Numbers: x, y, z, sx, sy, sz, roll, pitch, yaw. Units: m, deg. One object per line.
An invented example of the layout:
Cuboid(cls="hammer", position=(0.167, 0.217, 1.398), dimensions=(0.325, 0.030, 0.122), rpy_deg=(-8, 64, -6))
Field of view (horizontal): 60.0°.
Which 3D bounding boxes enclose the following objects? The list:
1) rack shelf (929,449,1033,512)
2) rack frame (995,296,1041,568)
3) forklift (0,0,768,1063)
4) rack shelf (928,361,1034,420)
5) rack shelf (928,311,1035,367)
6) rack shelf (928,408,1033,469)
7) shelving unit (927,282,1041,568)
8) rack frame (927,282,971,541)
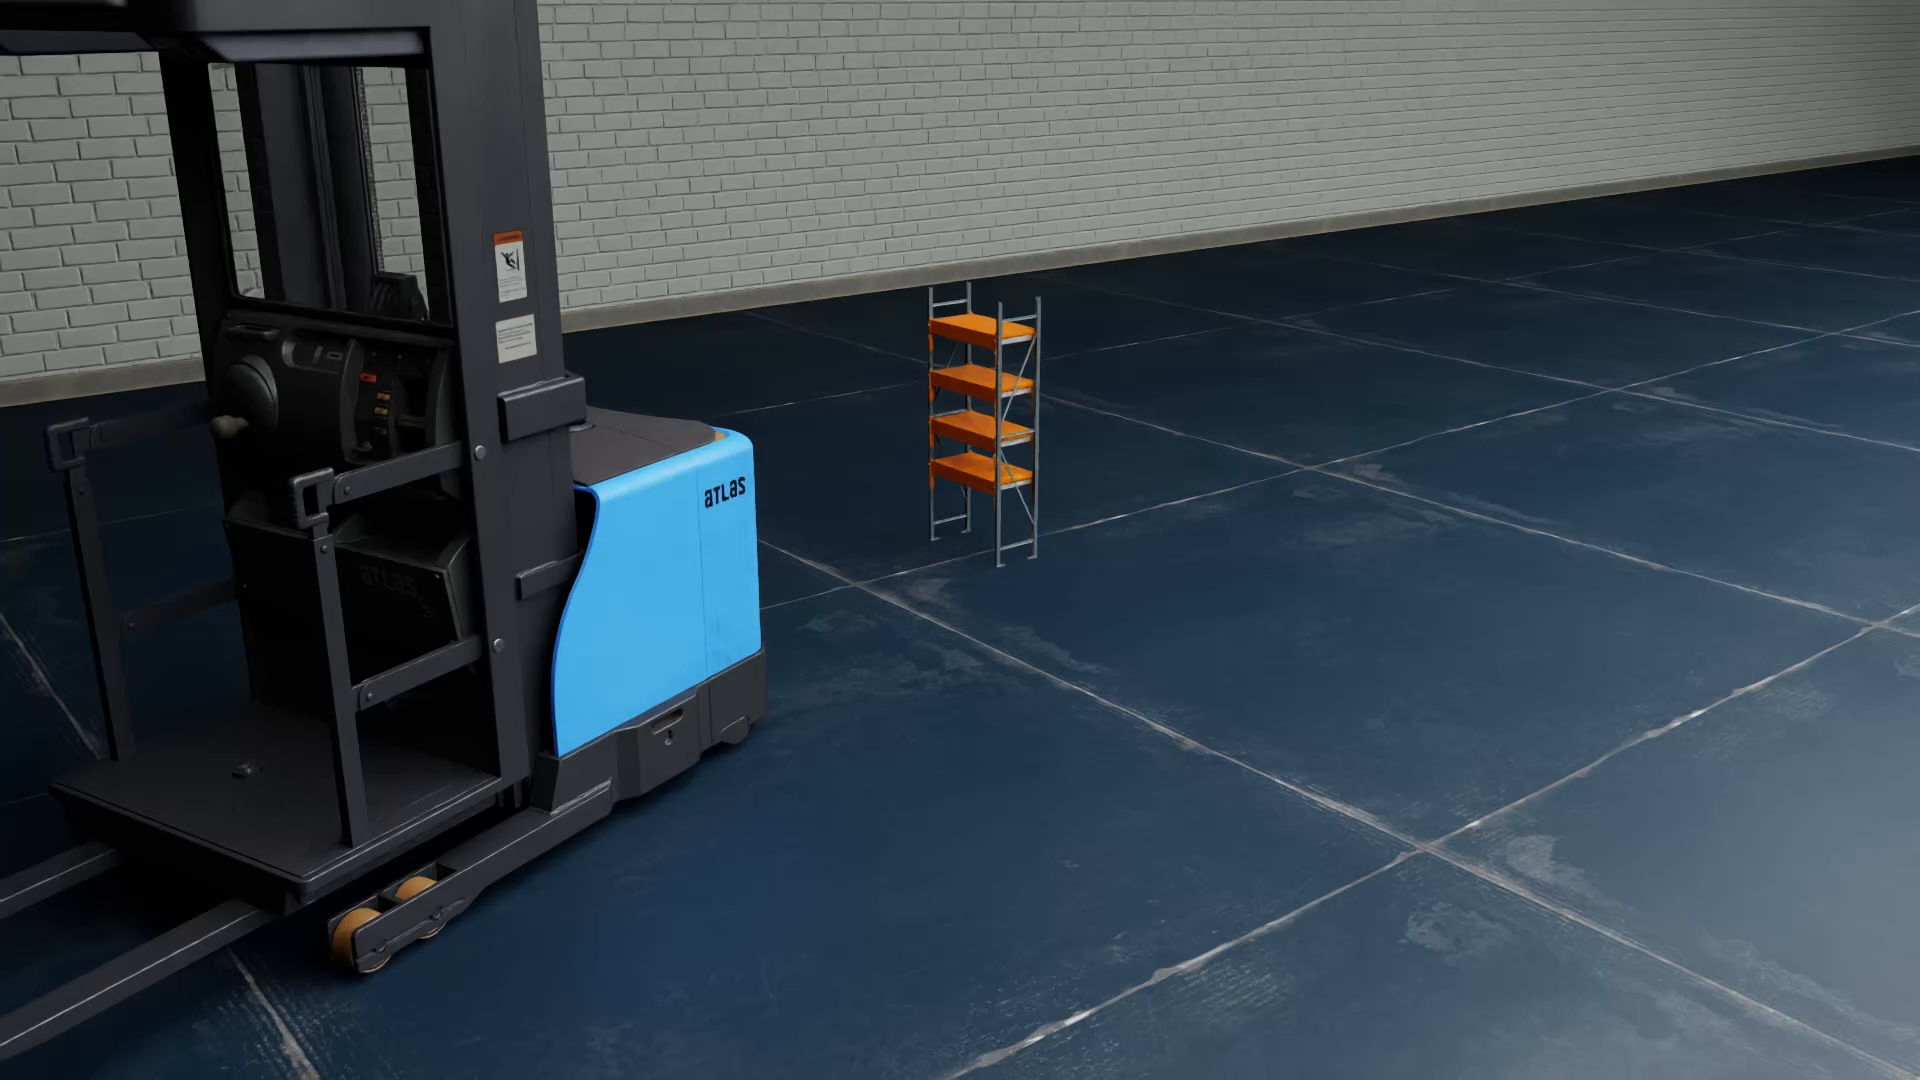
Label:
Cuboid(cls="rack shelf", position=(0.103, -0.276, 7.634), dimensions=(0.258, 0.148, 0.480), rpy_deg=(-14, 23, -36))
Cuboid(cls="rack frame", position=(0.254, -0.469, 7.369), dimensions=(0.240, 1.200, 0.015), rpy_deg=(-14, 23, -36))
Cuboid(cls="forklift", position=(-1.860, -0.411, 4.442), dimensions=(1.130, 2.935, 3.031), rpy_deg=(11, 21, 29))
Cuboid(cls="rack shelf", position=(0.103, -0.677, 7.502), dimensions=(0.258, 0.148, 0.480), rpy_deg=(-14, 23, -36))
Cuboid(cls="rack shelf", position=(0.103, -0.902, 7.427), dimensions=(0.258, 0.148, 0.480), rpy_deg=(-14, 23, -36))
Cuboid(cls="rack shelf", position=(0.103, -0.465, 7.572), dimensions=(0.258, 0.148, 0.480), rpy_deg=(-14, 23, -36))
Cuboid(cls="shelving unit", position=(0.103, -0.529, 7.551), dimensions=(0.258, 1.200, 0.503), rpy_deg=(-14, 23, -36))
Cuboid(cls="rack frame", position=(-0.049, -0.589, 7.732), dimensions=(0.240, 1.200, 0.015), rpy_deg=(-14, 23, -36))
